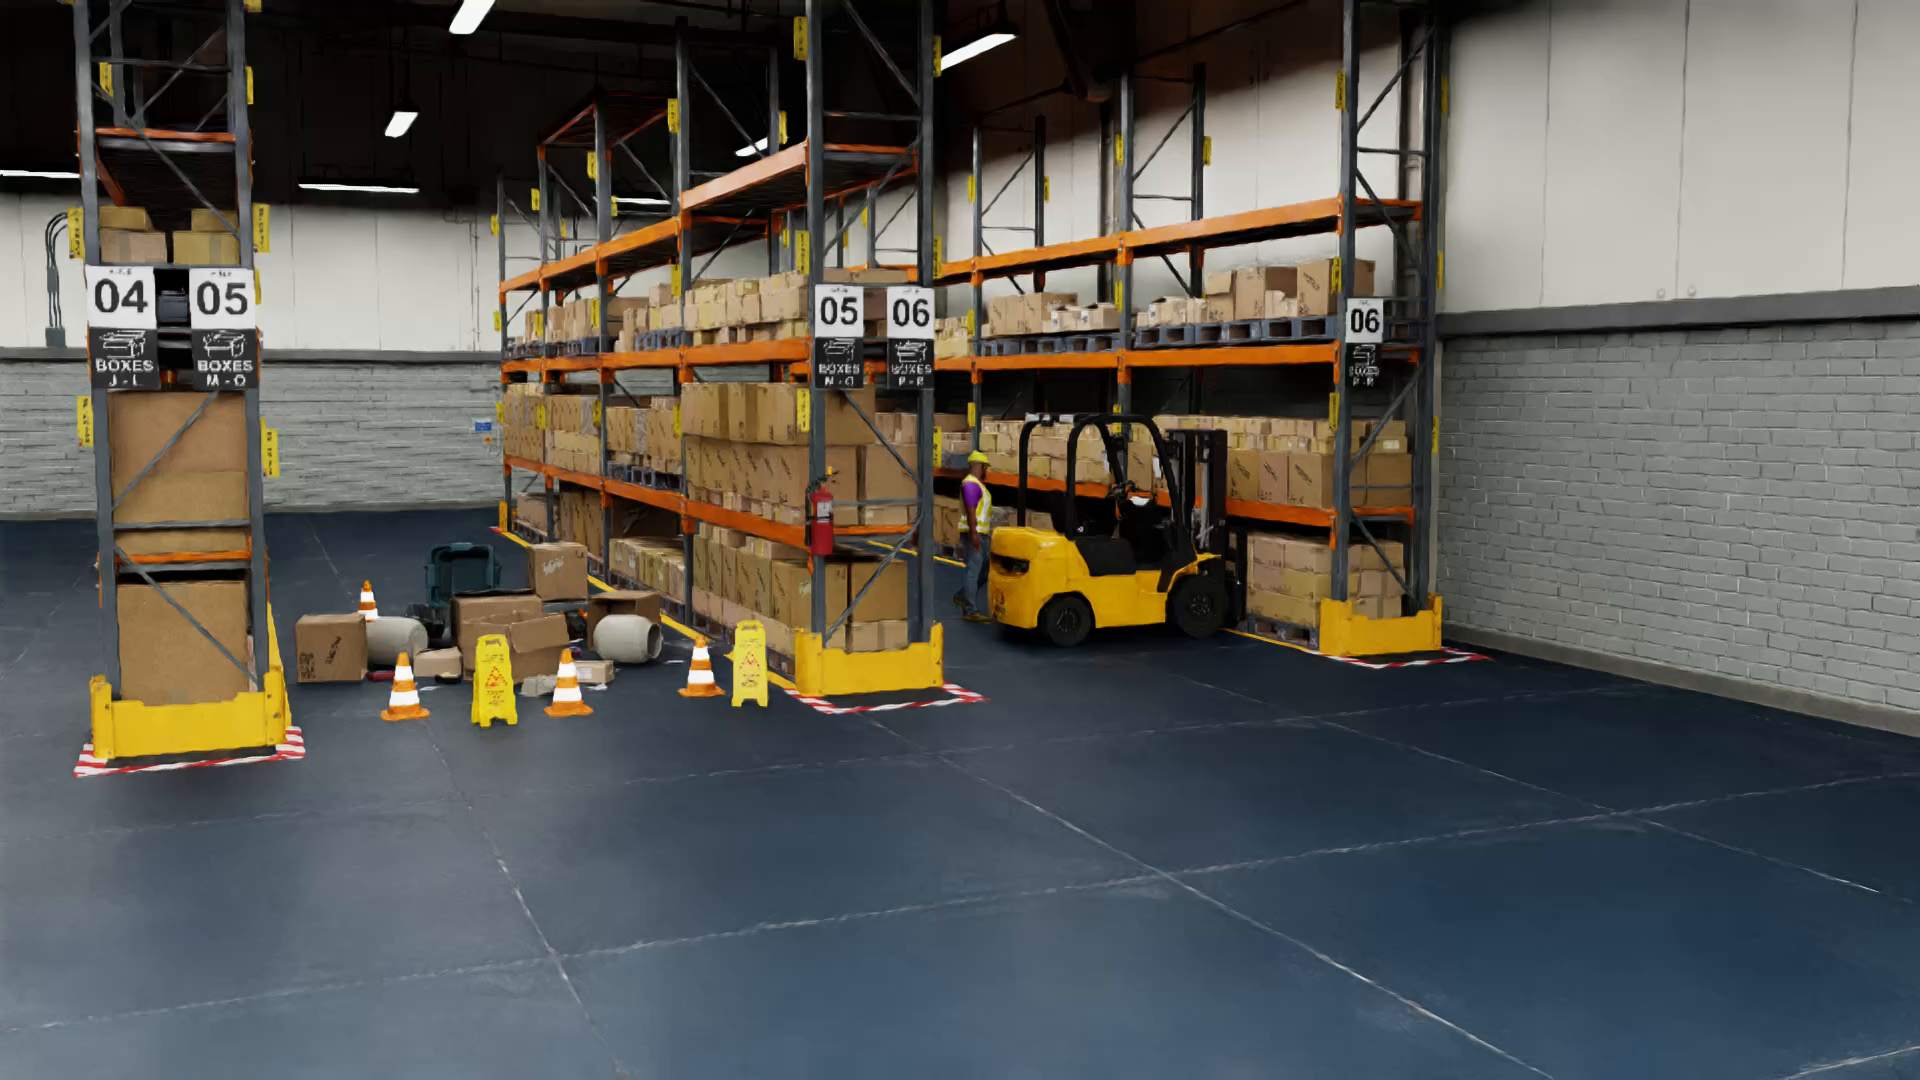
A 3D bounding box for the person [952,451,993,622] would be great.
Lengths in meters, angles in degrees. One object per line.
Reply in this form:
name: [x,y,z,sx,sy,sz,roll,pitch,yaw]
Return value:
person: [0.139,-0.049,17.330,0.525,1.752,0.689,1,5,12]
